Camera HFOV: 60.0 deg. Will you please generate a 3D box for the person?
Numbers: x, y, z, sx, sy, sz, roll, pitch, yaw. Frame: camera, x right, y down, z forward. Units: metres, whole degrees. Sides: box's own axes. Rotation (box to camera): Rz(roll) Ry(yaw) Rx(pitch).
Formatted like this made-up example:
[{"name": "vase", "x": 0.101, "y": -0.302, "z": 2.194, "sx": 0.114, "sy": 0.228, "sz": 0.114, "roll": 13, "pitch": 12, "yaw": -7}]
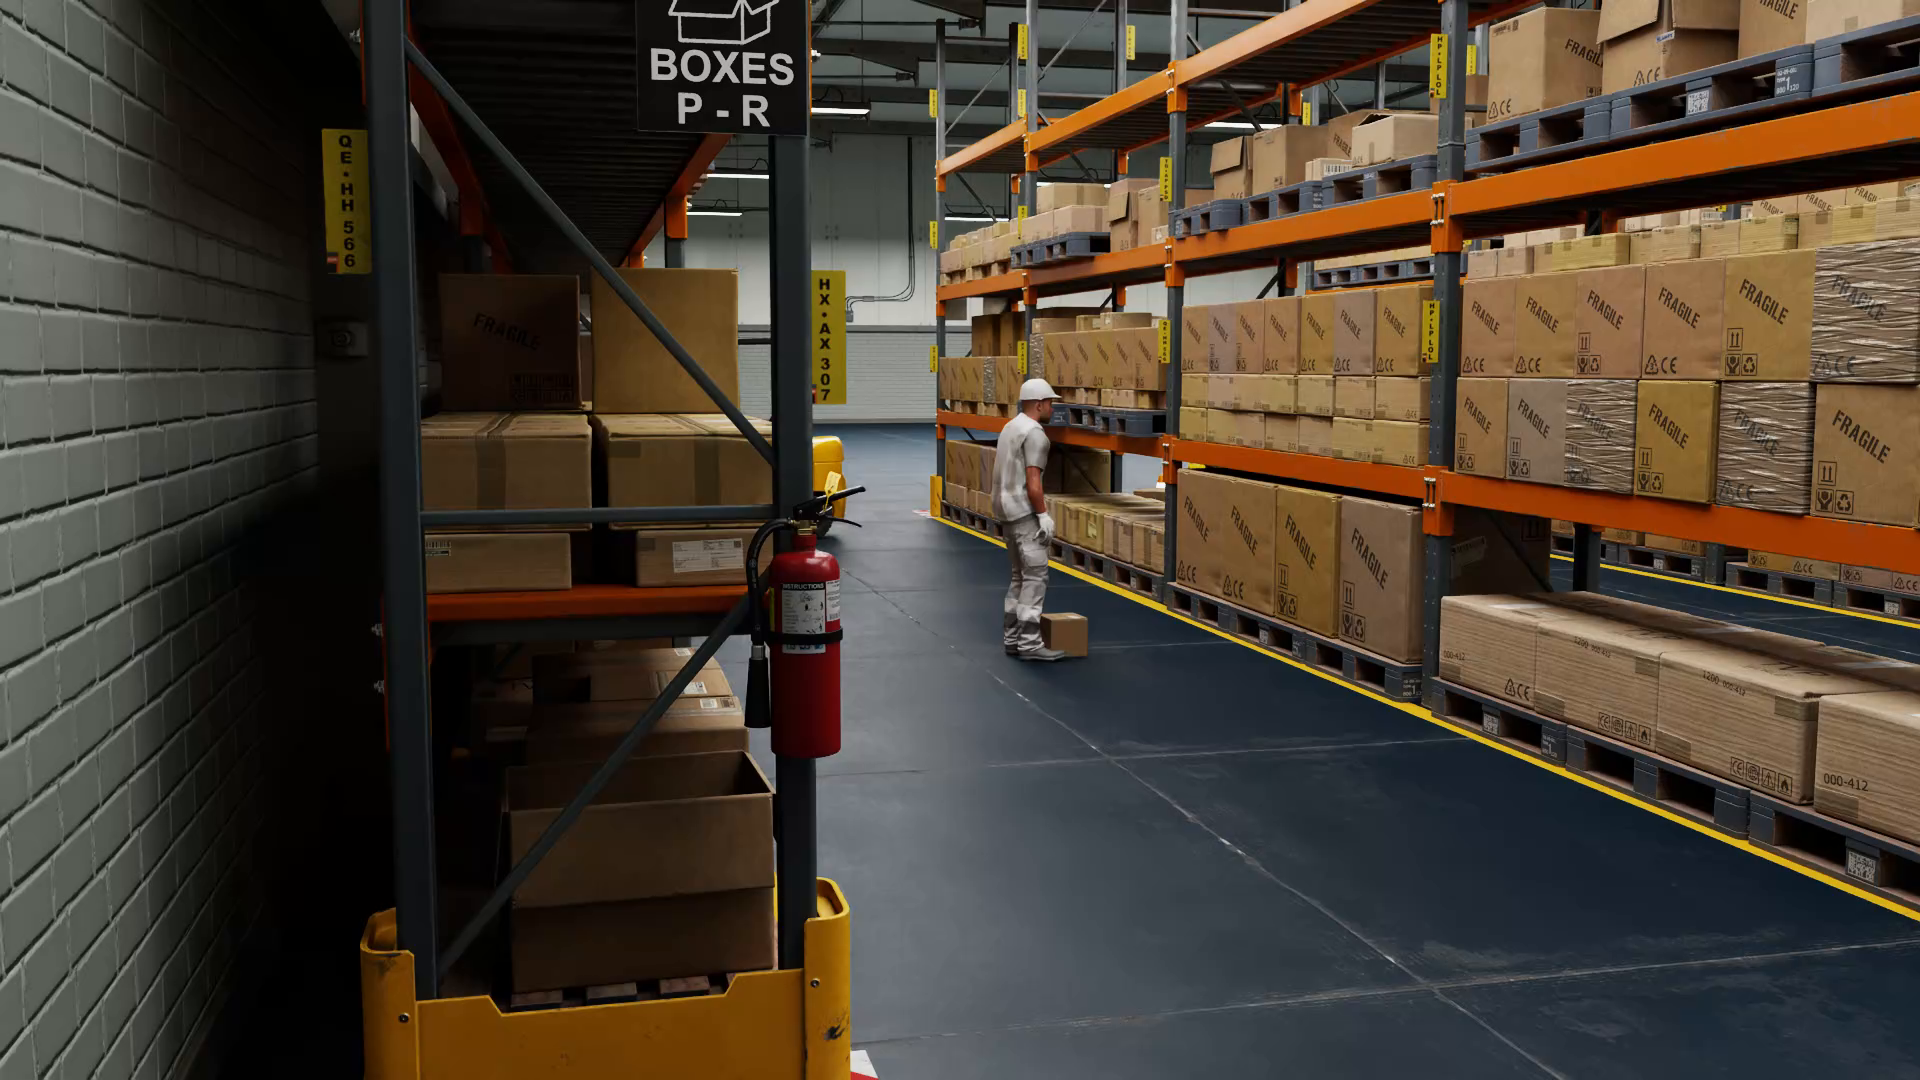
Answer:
[{"name": "person", "x": 0.440, "y": -0.136, "z": 10.631, "sx": 0.452, "sy": 1.775, "sz": 0.613, "roll": -2, "pitch": 6, "yaw": -17}]
